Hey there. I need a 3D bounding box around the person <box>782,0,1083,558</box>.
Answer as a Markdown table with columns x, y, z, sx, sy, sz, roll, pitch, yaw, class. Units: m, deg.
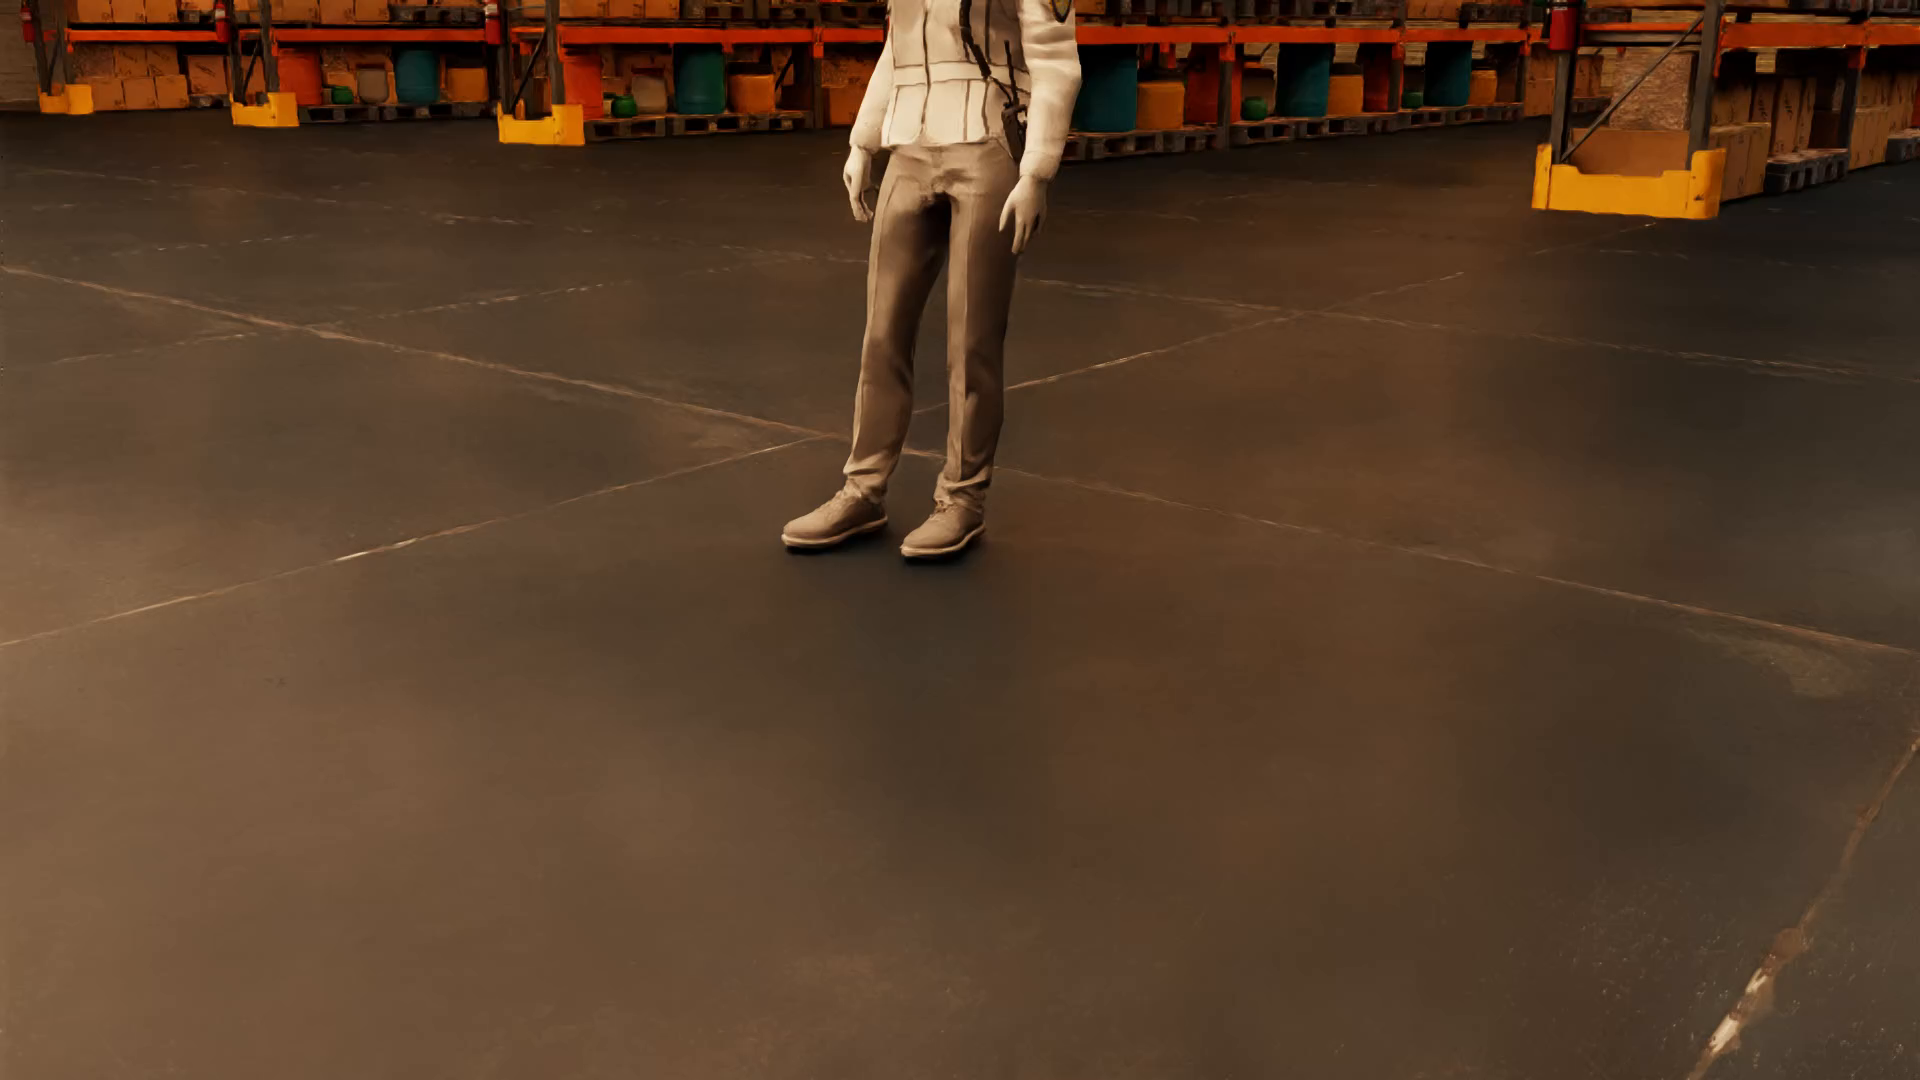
| x | y | z | sx | sy | sz | roll | pitch | yaw | class |
| --- | --- | --- | --- | --- | --- | --- | --- | --- | --- |
| -0.049 | -0.804 | 3.648 | 0.586 | 1.695 | 0.532 | 13 | 21 | 37 | person |
